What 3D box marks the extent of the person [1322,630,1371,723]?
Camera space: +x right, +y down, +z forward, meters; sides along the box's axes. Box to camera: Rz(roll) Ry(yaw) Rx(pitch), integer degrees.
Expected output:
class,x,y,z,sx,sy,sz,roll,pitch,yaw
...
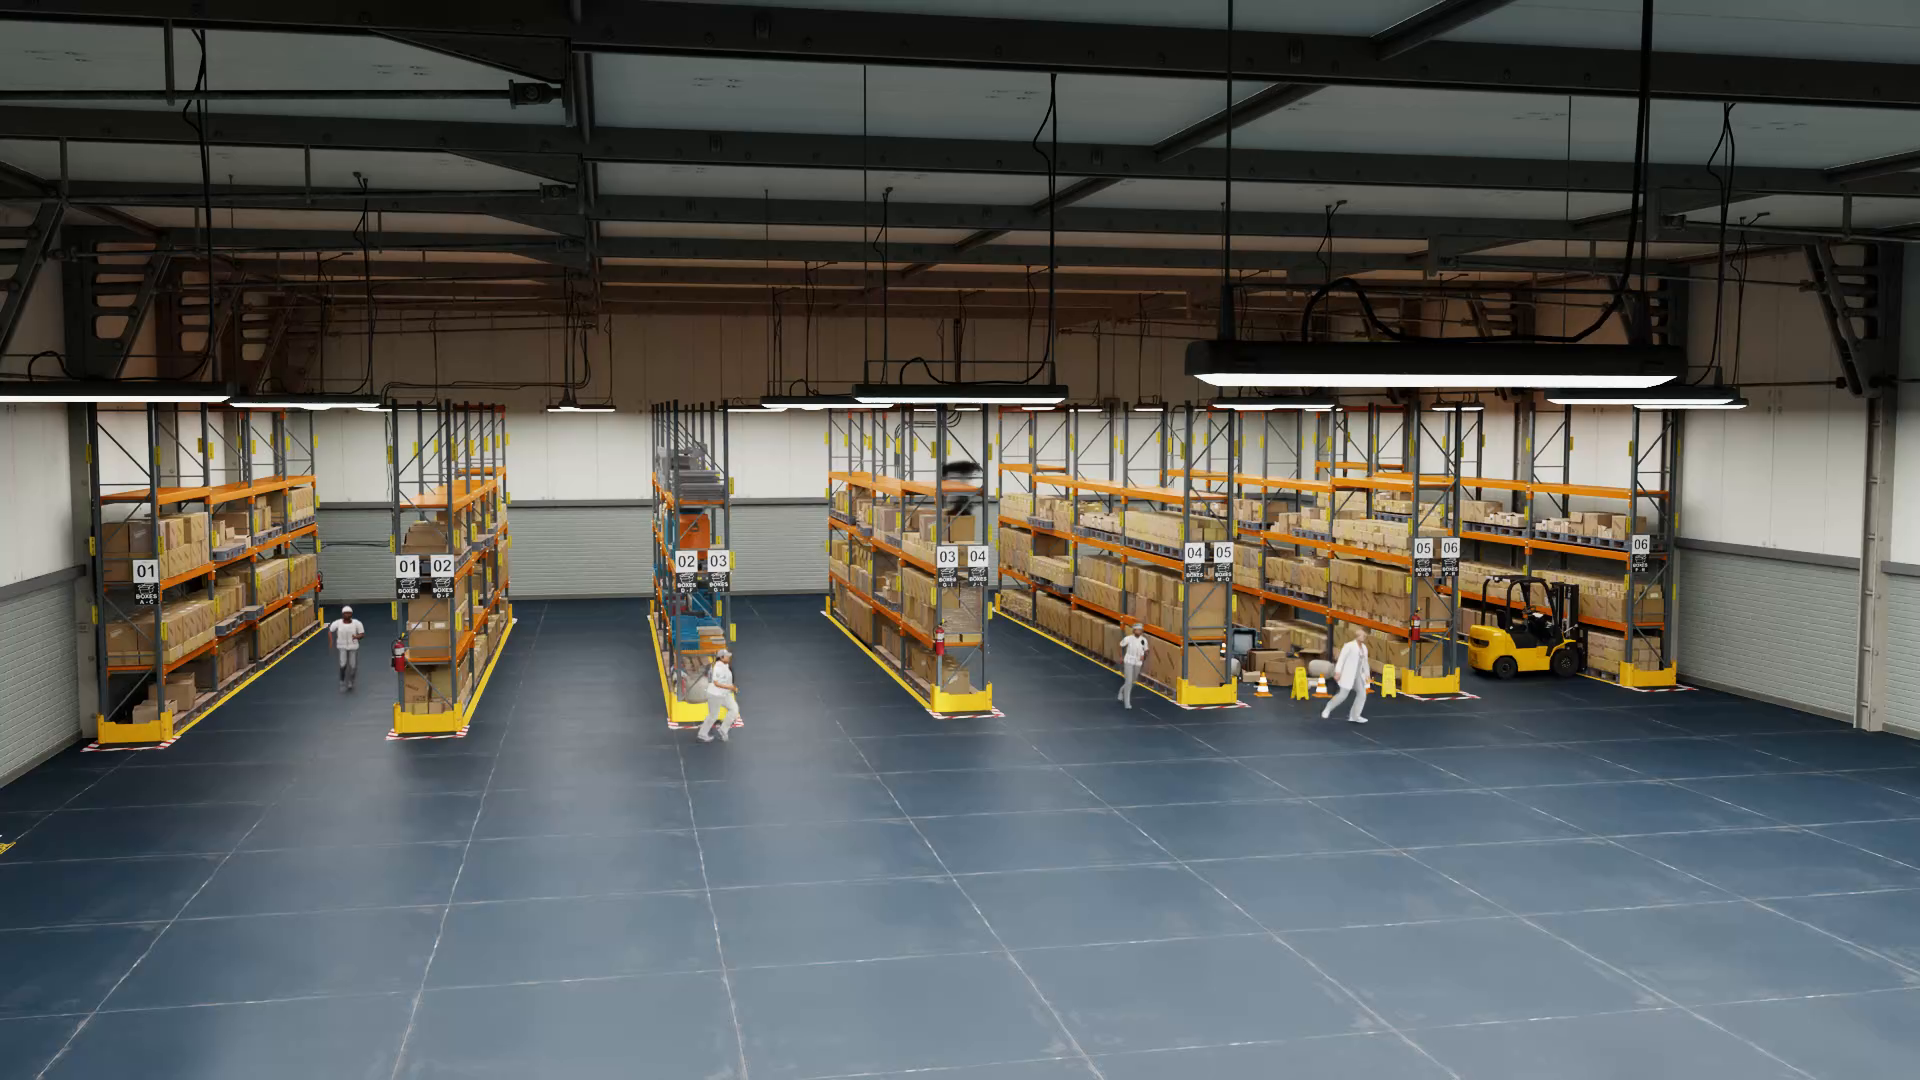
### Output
class,x,y,z,sx,sy,sz,roll,pitch,yaw
person,7.232,2.519,31.040,0.787,1.721,0.827,-3,6,-39

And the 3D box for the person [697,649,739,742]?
class,x,y,z,sx,sy,sz,roll,pitch,yaw
person,-4.197,2.723,29.060,0.778,1.645,0.535,1,5,19

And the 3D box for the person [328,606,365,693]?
class,x,y,z,sx,sy,sz,roll,pitch,yaw
person,-12.642,2.261,34.293,0.692,1.789,0.721,-2,5,-21

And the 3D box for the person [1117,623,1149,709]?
class,x,y,z,sx,sy,sz,roll,pitch,yaw
person,3.414,2.428,32.641,0.618,1.632,0.903,-1,4,-16
